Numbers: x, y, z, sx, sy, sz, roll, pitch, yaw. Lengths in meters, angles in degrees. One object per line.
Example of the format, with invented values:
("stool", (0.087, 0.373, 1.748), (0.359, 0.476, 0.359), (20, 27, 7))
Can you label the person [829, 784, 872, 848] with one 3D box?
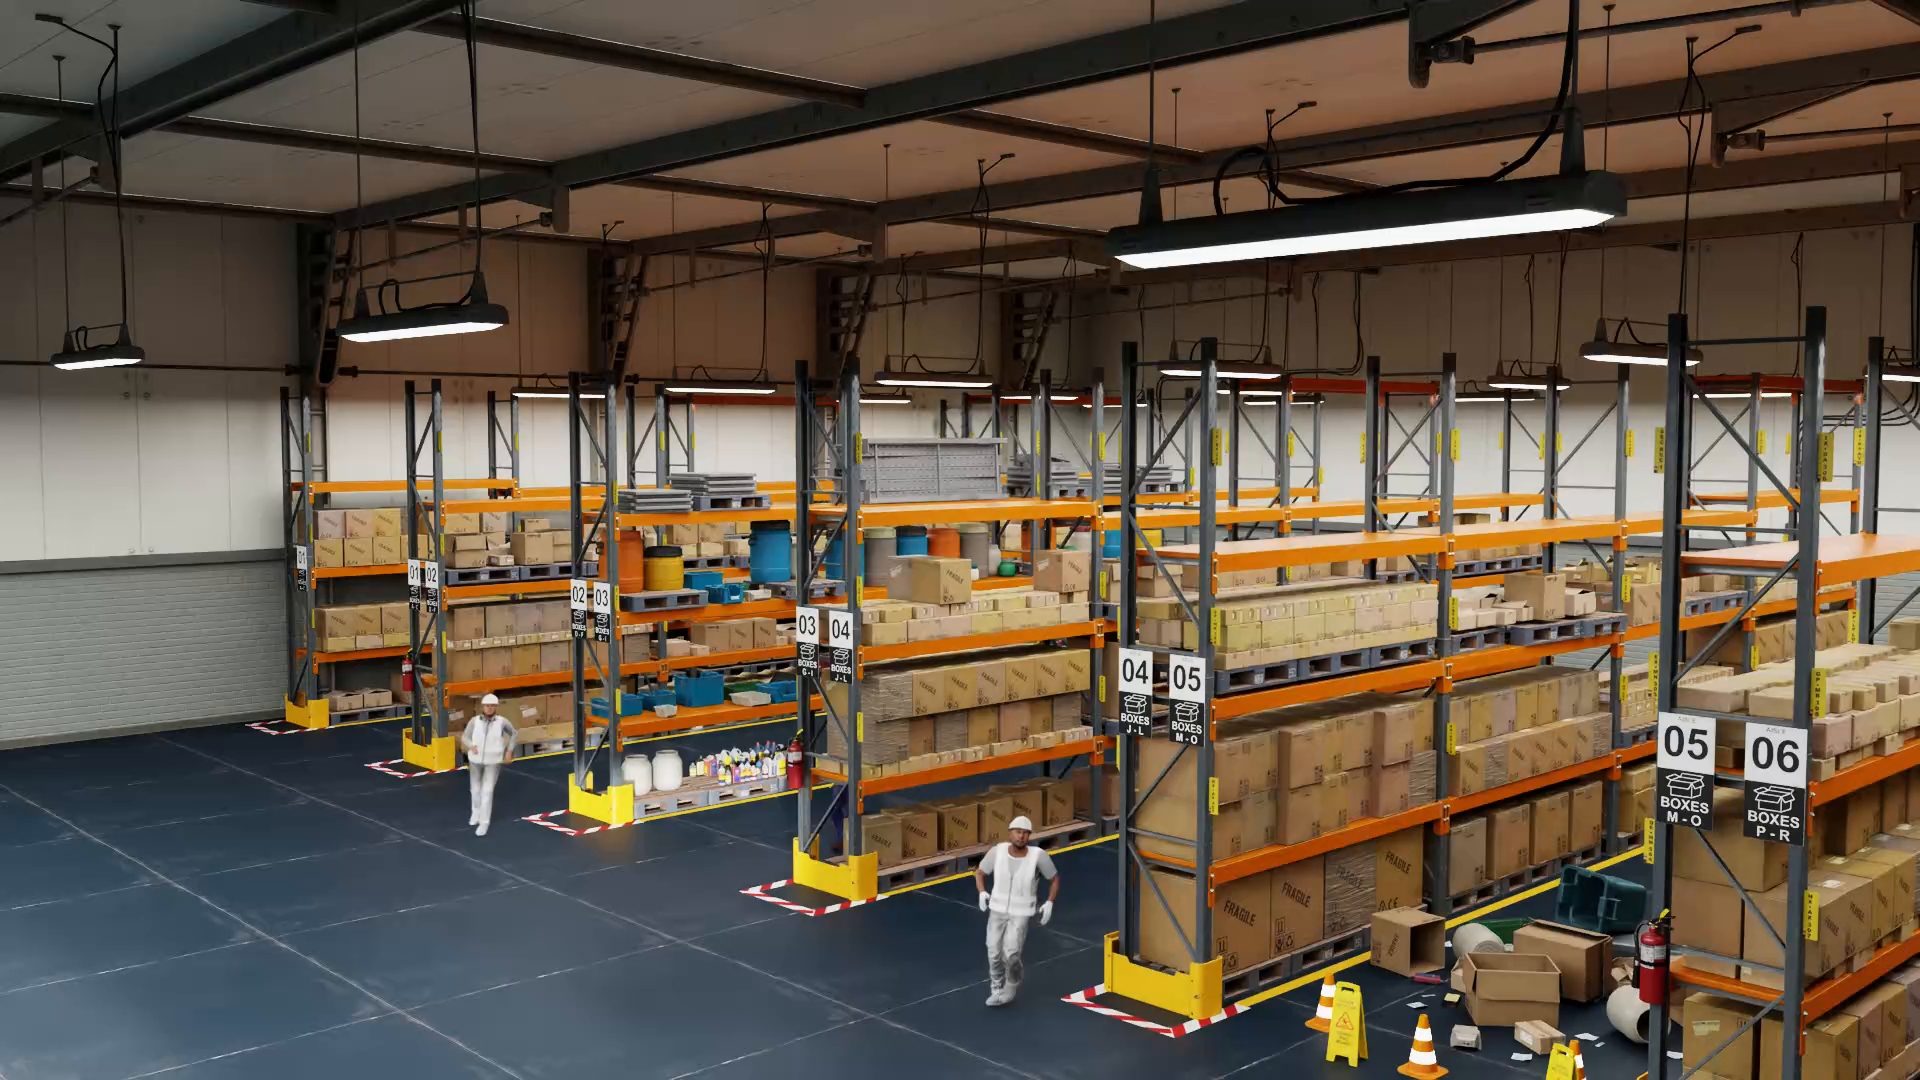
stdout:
("person", (-1.357, 3.033, 20.847), (0.611, 1.598, 0.664), (3, 5, 43))

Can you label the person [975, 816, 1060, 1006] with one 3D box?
("person", (0.475, 3.341, 14.883), (0.759, 1.732, 0.507), (1, 4, 17))

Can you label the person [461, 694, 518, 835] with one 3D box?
("person", (-6.120, 2.877, 21.618), (0.694, 1.769, 0.895), (0, 4, -7))
